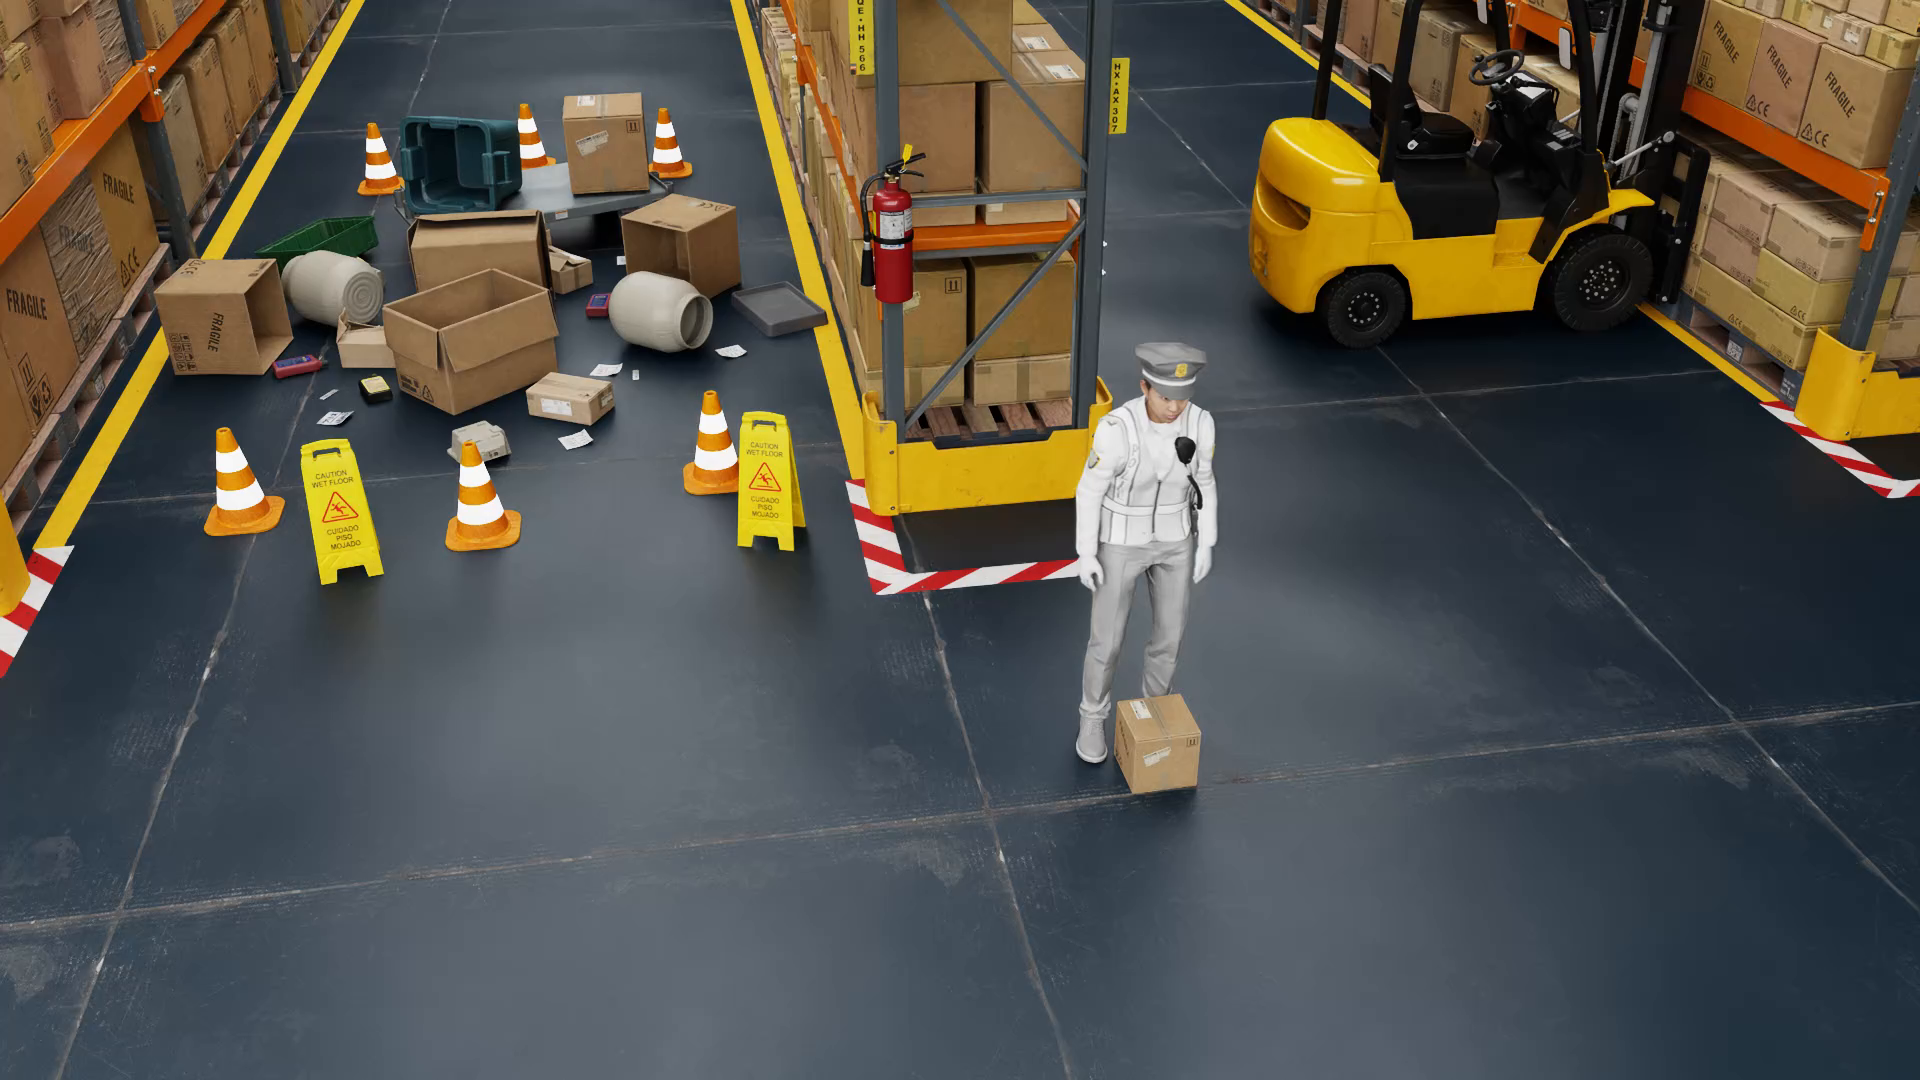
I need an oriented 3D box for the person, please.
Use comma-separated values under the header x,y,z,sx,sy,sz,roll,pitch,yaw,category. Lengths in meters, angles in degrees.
x,y,z,sx,sy,sz,roll,pitch,yaw,category
0.679,0.037,6.070,0.527,1.660,0.376,-5,31,-9,person
